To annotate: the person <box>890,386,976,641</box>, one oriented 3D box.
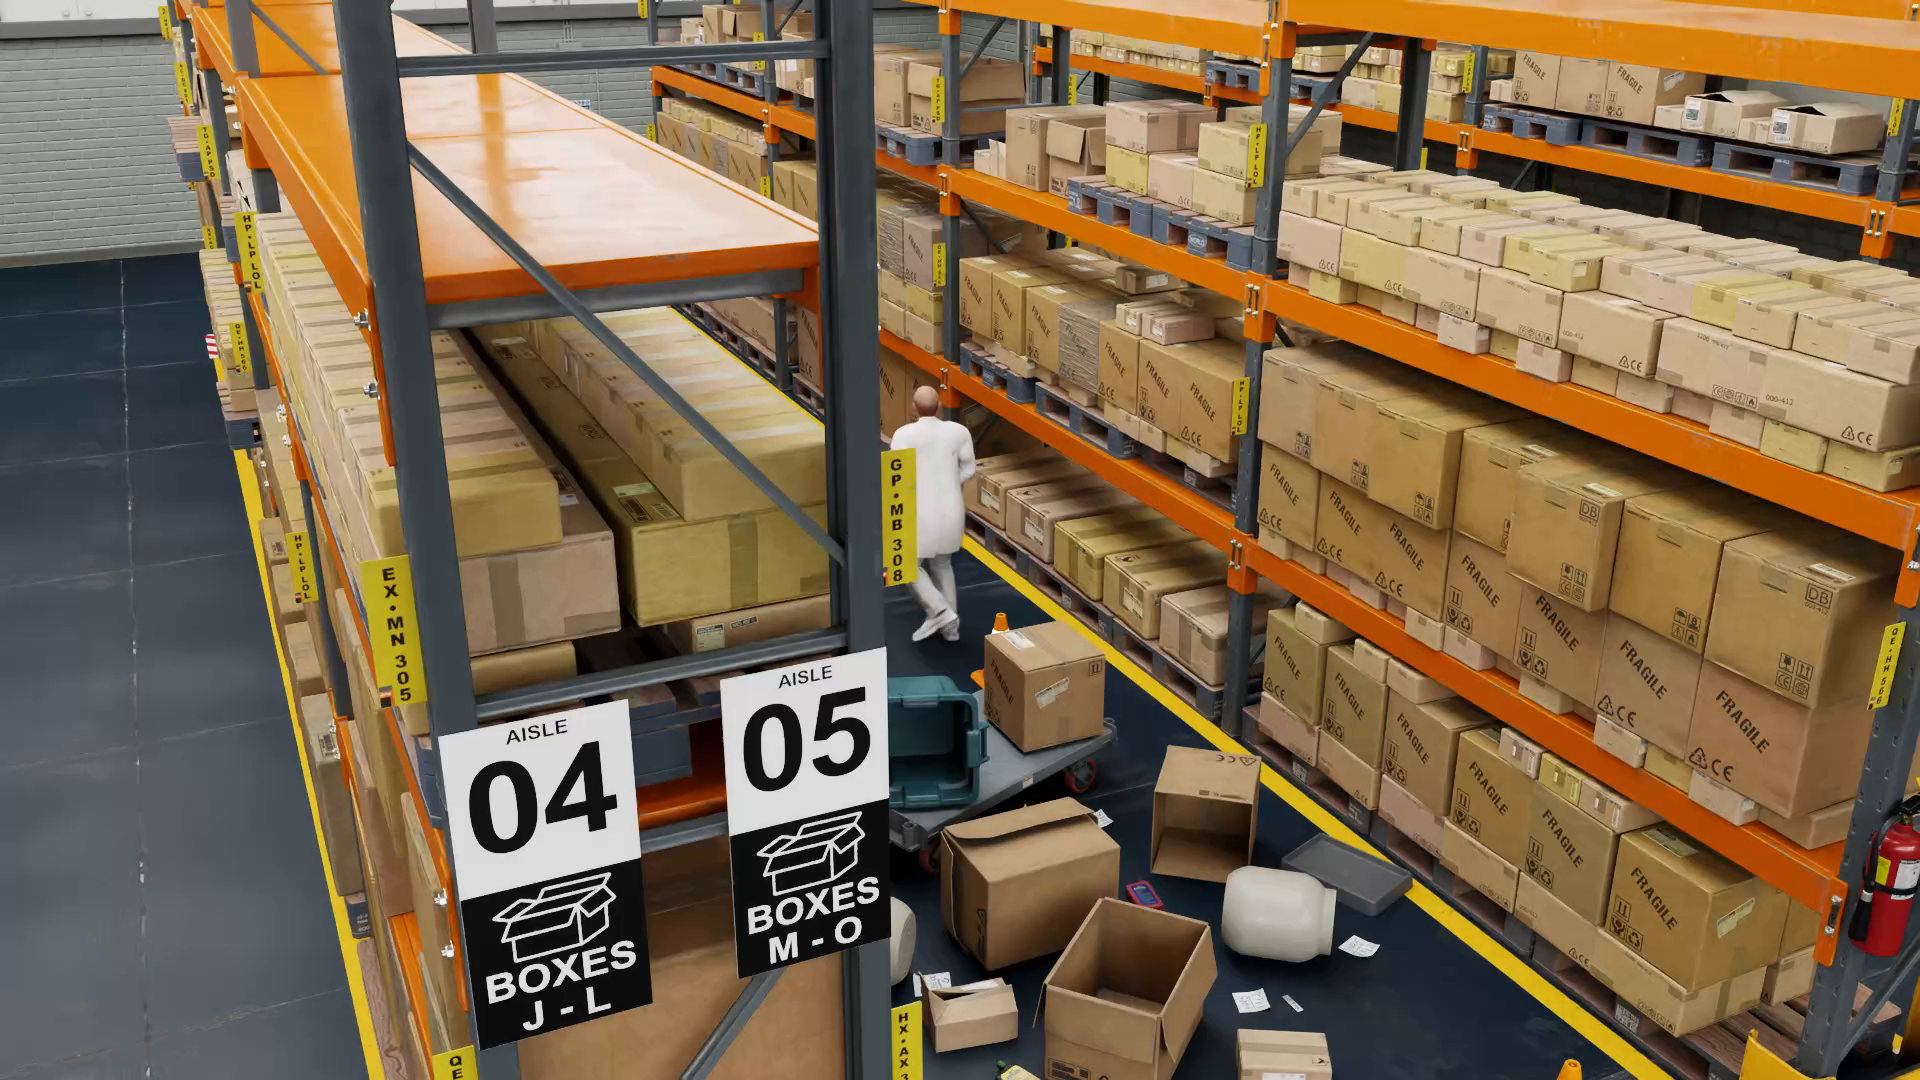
[{"bbox_3d":[-0.160,-0.165,11.150,0.688,1.672,0.827,-10,24,-24],"label":"person"}]
